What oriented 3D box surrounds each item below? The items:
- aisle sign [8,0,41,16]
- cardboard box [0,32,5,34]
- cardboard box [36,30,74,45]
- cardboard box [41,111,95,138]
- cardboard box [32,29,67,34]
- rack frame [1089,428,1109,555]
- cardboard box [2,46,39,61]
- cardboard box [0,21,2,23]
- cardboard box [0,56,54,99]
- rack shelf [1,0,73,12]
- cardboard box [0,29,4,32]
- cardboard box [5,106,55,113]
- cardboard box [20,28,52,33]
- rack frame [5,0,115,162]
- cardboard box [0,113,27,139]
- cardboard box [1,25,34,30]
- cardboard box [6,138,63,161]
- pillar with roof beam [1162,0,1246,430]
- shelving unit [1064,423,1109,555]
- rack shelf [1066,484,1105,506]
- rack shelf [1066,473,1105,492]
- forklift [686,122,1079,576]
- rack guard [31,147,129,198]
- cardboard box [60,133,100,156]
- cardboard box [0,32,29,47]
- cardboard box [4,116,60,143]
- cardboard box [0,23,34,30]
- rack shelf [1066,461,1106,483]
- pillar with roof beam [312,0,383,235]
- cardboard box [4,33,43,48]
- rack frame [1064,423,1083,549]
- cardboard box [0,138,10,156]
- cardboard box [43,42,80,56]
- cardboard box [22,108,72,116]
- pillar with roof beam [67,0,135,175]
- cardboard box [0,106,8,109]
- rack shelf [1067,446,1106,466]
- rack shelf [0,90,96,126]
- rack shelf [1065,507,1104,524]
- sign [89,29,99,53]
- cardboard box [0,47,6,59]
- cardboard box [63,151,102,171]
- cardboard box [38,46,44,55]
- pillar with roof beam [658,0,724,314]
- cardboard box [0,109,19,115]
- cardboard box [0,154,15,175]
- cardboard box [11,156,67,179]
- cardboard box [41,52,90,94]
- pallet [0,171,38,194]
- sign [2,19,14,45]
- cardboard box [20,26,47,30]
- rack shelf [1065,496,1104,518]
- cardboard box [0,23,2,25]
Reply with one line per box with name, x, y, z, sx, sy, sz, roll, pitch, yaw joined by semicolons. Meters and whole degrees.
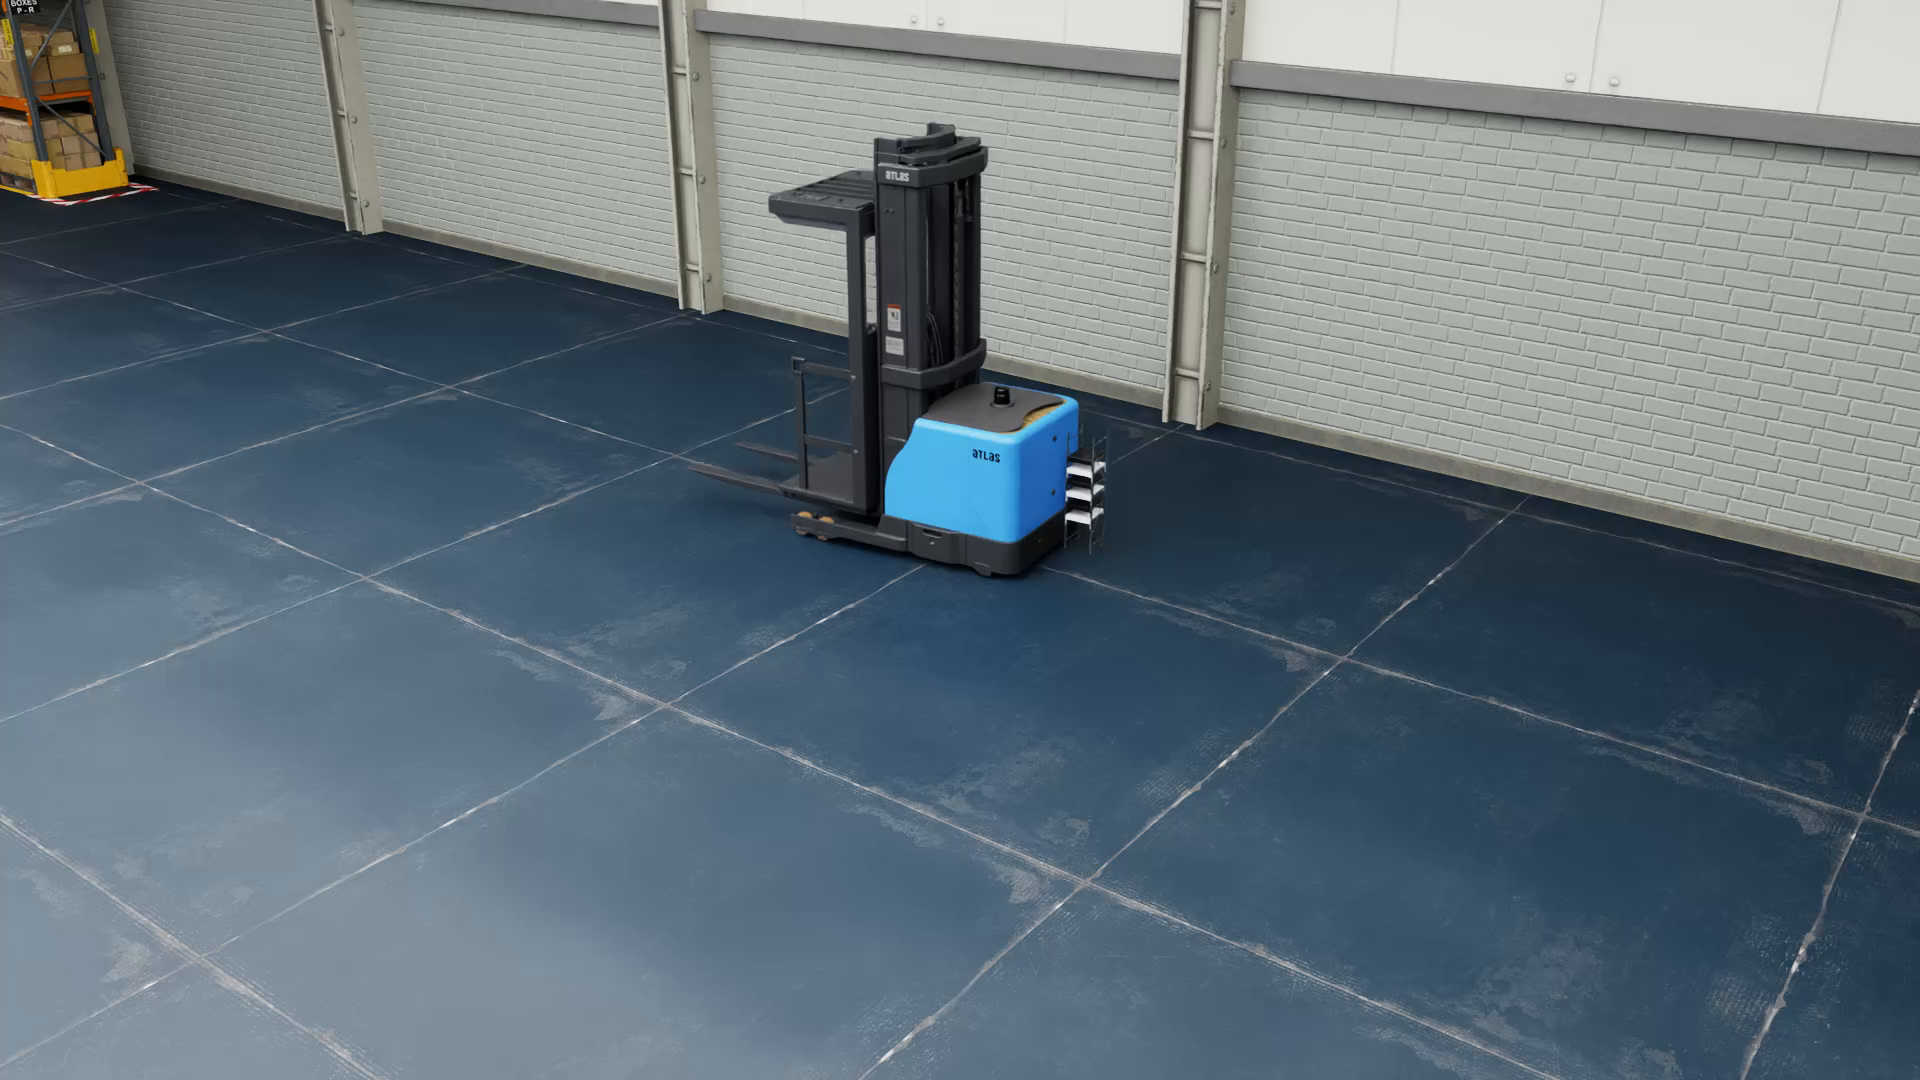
aisle sign;-12.488;-7.392;22.082;0.004;0.787;0.394;17;29;33
cardboard box;-13.219;-6.914;22.925;0.250;0.149;0.380;18;29;34
cardboard box;-12.505;-6.941;22.987;0.250;0.149;0.380;16;28;32
cardboard box;-12.635;-5.881;23.528;0.500;0.250;0.500;16;29;33
cardboard box;-12.680;-7.026;23.179;0.250;0.149;0.380;18;29;35
rack frame;0.996;-0.347;11.921;0.006;0.900;0.240;13;27;28
cardboard box;-12.809;-6.649;22.691;0.250;0.149;0.380;17;29;34
cardboard box;-13.939;-7.388;23.999;0.250;0.149;0.380;18;29;35
cardboard box;-12.915;-6.393;22.915;0.500;0.500;0.500;16;28;32
rack shelf;-13.964;-7.840;23.495;4.000;0.370;1.077;17;29;33
cardboard box;-13.373;-6.998;23.116;0.250;0.149;0.380;17;29;34
cardboard box;-13.431;-6.125;24.081;0.500;0.250;0.500;17;29;33
cardboard box;-12.913;-7.075;23.290;0.250;0.149;0.380;17;29;34
rack frame;-12.364;-6.313;22.857;0.127;3.000;1.000;17;29;33
cardboard box;-13.332;-5.836;23.425;0.500;0.250;0.500;17;29;34
cardboard box;-13.328;-7.195;23.563;0.250;0.149;0.380;18;29;35
cardboard box;-12.941;-5.492;23.264;0.500;0.250;0.500;16;29;33
pillar with roof beam;-0.559;-3.775;9.658;0.400;9.000;9.100;17;29;33
shelving unit;0.909;-0.367;11.968;0.210;0.900;0.258;13;27;28
rack shelf;0.909;-0.337;11.981;0.200;0.077;0.258;13;27;28
rack shelf;0.909;-0.419;11.945;0.200;0.077;0.258;13;27;28
forklift;-0.666;-1.511;12.043;3.031;2.935;1.130;13;27;28
rack guard;-12.345;-5.163;23.348;0.348;0.500;1.175;17;29;33
cardboard box;-12.616;-5.656;23.636;0.500;0.250;0.500;17;29;34
cardboard box;-12.993;-6.860;22.801;0.250;0.149;0.380;17;29;33
cardboard box;-12.919;-5.715;23.149;0.500;0.250;0.500;18;29;35
cardboard box;-13.479;-7.291;23.779;0.250;0.149;0.380;16;28;32
rack shelf;0.909;-0.502;11.909;0.200;0.077;0.258;13;27;28
pillar with roof beam;-10.161;-6.677;16.244;0.400;9.000;9.100;17;29;33
cardboard box;-12.777;-6.810;22.688;0.250;0.149;0.380;17;29;33
rack frame;0.821;-0.388;12.015;0.006;0.900;0.240;13;27;28
cardboard box;-13.336;-5.617;23.547;0.500;0.250;0.500;16;29;33
cardboard box;-12.480;-6.821;23.082;0.250;0.149;0.380;16;28;32
cardboard box;-13.037;-6.001;23.799;0.500;0.250;0.500;17;29;33
pillar with roof beam;-14.962;-8.128;19.537;0.400;9.000;9.100;17;29;33
cardboard box;-13.837;-6.252;24.368;0.500;0.250;0.500;16;28;32
rack shelf;0.909;-0.584;11.872;0.200;0.077;0.258;13;27;28
rack shelf;-13.964;-6.467;24.100;4.000;0.370;1.077;17;29;33
rack shelf;0.909;-0.172;12.054;0.200;0.077;0.258;13;27;28
sign;-12.026;-6.923;23.070;0.005;0.325;0.100;17;29;33
cardboard box;-13.032;-6.701;22.810;0.250;0.149;0.380;17;29;34
cardboard box;-12.640;-5.428;23.739;0.500;0.250;0.500;17;29;34
cardboard box;-12.715;-6.860;23.171;0.250;0.149;0.380;17;29;33
pillar with roof beam;-5.360;-5.226;12.951;0.400;9.000;9.100;17;29;33
cardboard box;-13.741;-5.955;23.695;0.500;0.250;0.500;17;29;34
cardboard box;-13.322;-5.382;23.633;0.500;0.250;0.500;17;29;33
cardboard box;-12.929;-5.258;23.353;0.500;0.250;0.500;17;29;34
cardboard box;-12.594;-6.568;23.312;0.500;0.500;0.500;18;29;35
pallet;-13.001;-5.208;23.808;1.213;0.211;1.003;17;29;33
sign;-12.700;-6.779;22.186;0.005;0.325;0.100;17;29;33
cardboard box;-13.103;-7.140;23.436;0.250;0.149;0.380;17;29;34
rack shelf;0.909;-0.255;12.018;0.200;0.077;0.258;13;27;28
cardboard box;-13.725;-7.325;23.857;0.250;0.149;0.380;17;29;34
